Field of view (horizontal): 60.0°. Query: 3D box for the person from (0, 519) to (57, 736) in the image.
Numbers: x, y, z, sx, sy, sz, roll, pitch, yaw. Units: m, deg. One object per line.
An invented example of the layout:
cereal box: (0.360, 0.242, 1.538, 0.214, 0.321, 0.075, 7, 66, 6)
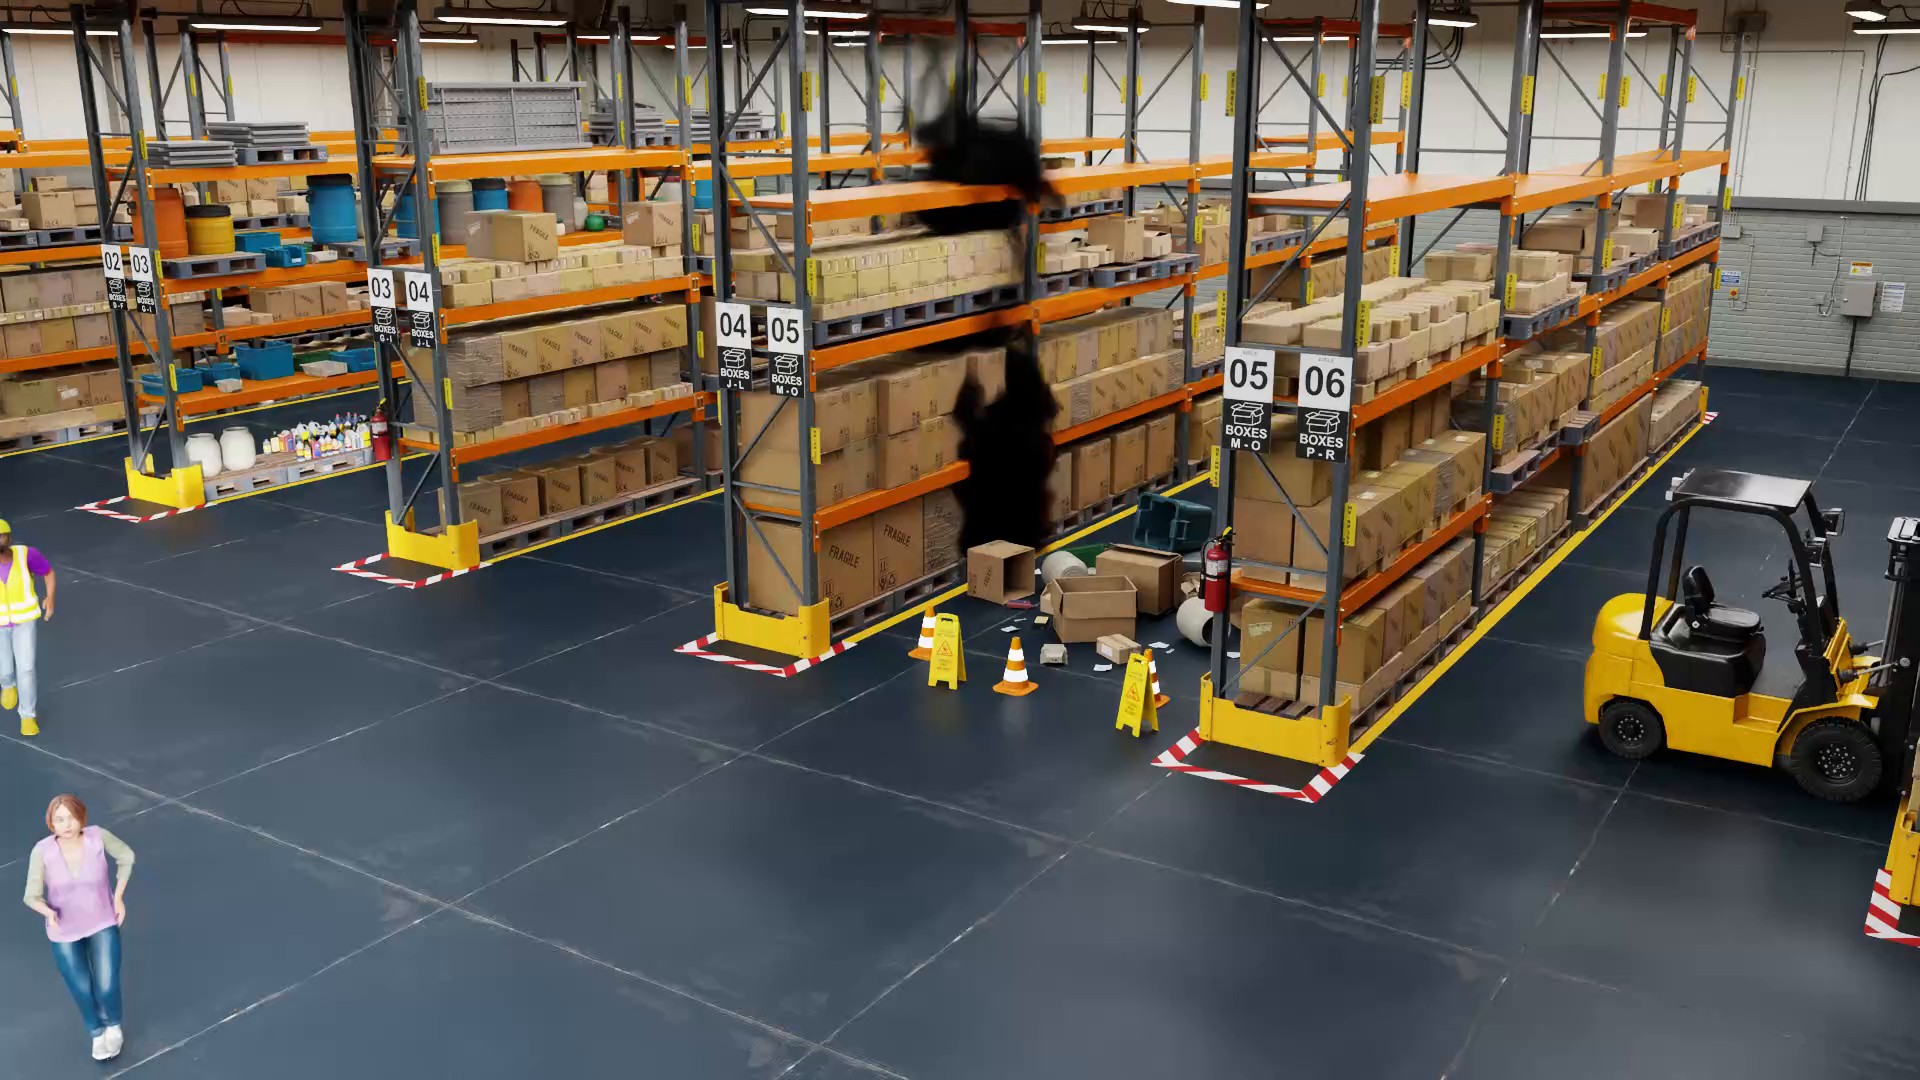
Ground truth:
person: (-7.752, 0.662, 13.595, 0.725, 1.765, 0.800, -9, 18, -28)

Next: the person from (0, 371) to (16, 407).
person: (-14.542, -2.591, 25.339, 0.564, 1.648, 0.970, 8, 17, 27)

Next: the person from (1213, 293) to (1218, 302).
person: (4.301, -3.287, 27.871, 0.565, 1.716, 0.827, 10, 19, 33)

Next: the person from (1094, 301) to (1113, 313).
person: (2.395, -3.183, 27.408, 0.647, 1.795, 0.671, 9, 18, 28)

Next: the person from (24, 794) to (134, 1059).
person: (-4.621, 2.083, 8.801, 0.529, 1.561, 0.582, -8, 17, -25)
